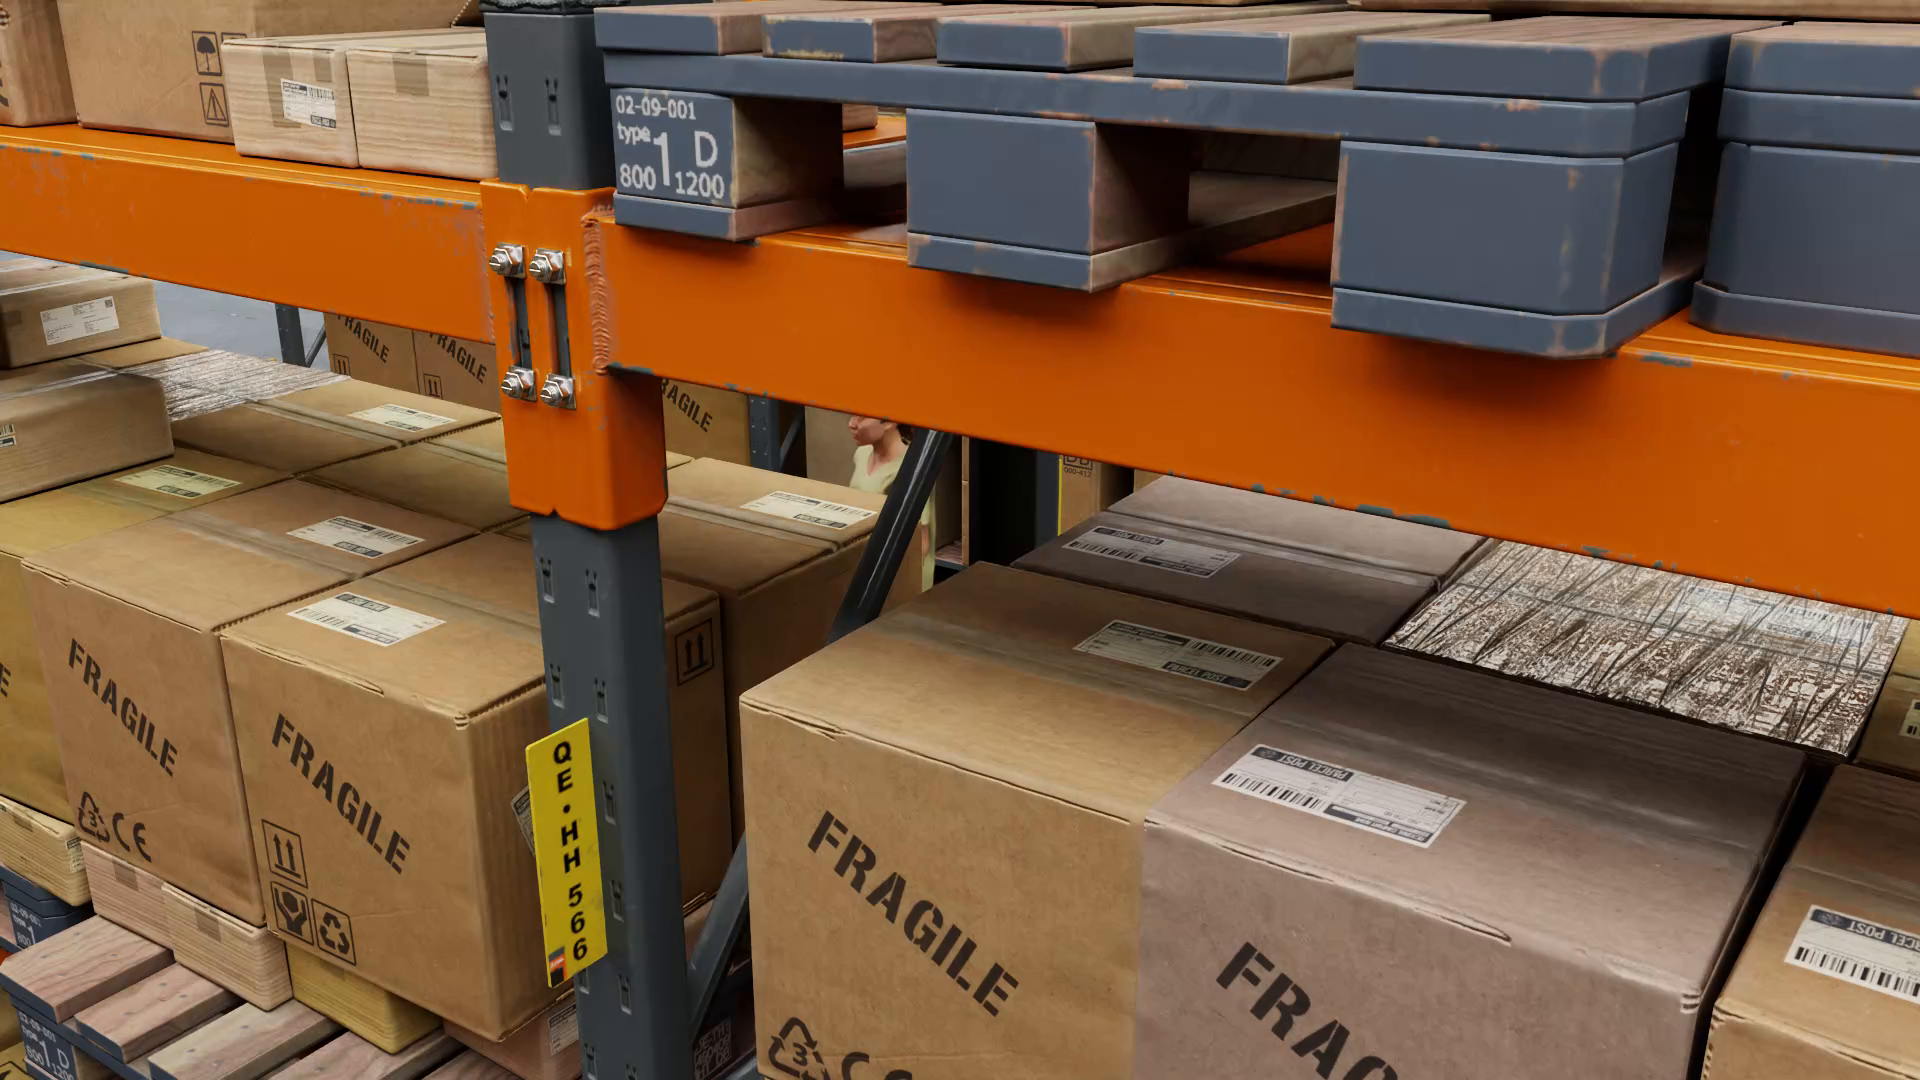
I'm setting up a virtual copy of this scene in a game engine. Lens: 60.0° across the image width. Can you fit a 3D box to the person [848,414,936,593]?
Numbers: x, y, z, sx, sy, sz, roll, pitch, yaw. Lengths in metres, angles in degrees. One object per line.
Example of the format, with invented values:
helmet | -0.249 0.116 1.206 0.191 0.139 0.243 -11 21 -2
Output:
person | -0.302 0.216 5.972 0.414 1.676 0.477 -10 22 -26
